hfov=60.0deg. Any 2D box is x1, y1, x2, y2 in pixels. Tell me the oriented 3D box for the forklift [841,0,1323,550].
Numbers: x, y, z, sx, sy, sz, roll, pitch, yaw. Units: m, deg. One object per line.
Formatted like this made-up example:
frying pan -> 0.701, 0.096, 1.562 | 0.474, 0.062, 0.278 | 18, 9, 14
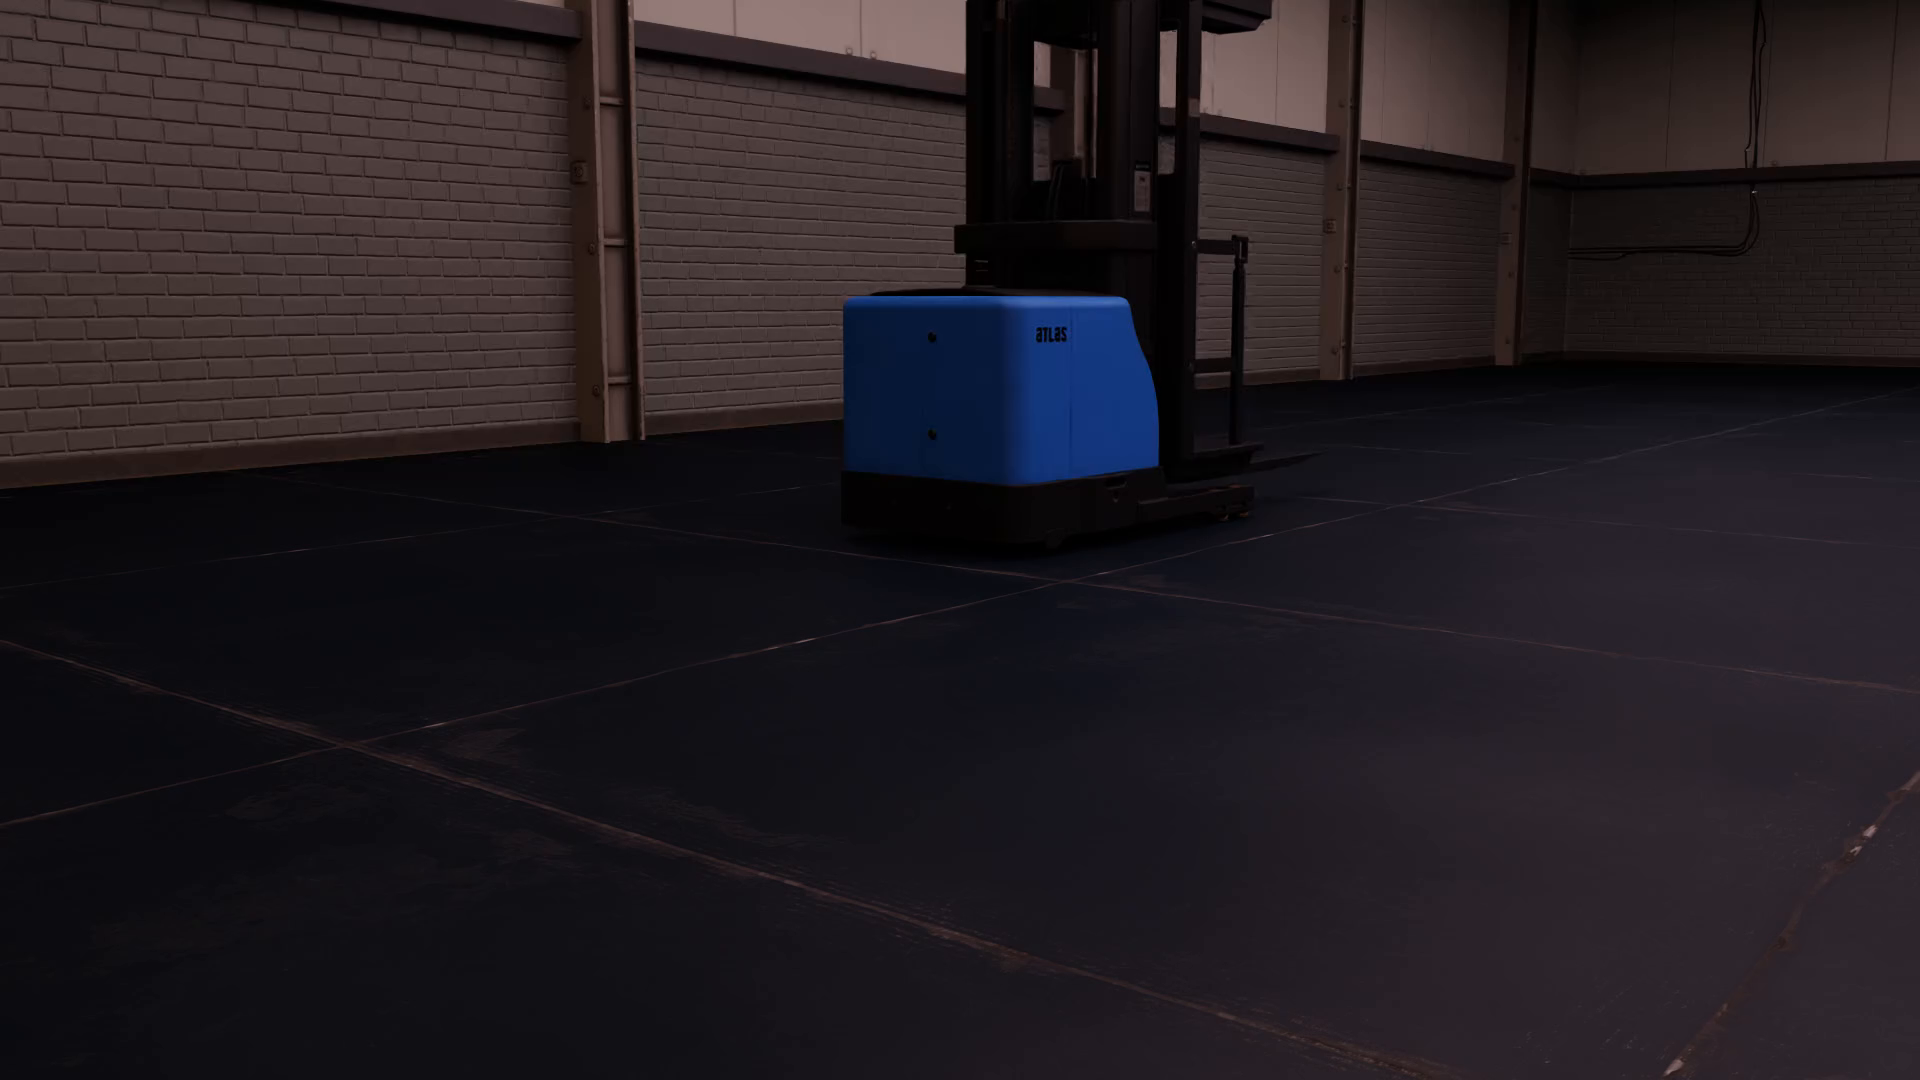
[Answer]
forklift -> 0.790, -1.575, 8.044 | 1.130, 2.935, 3.031 | 7, 11, 39
